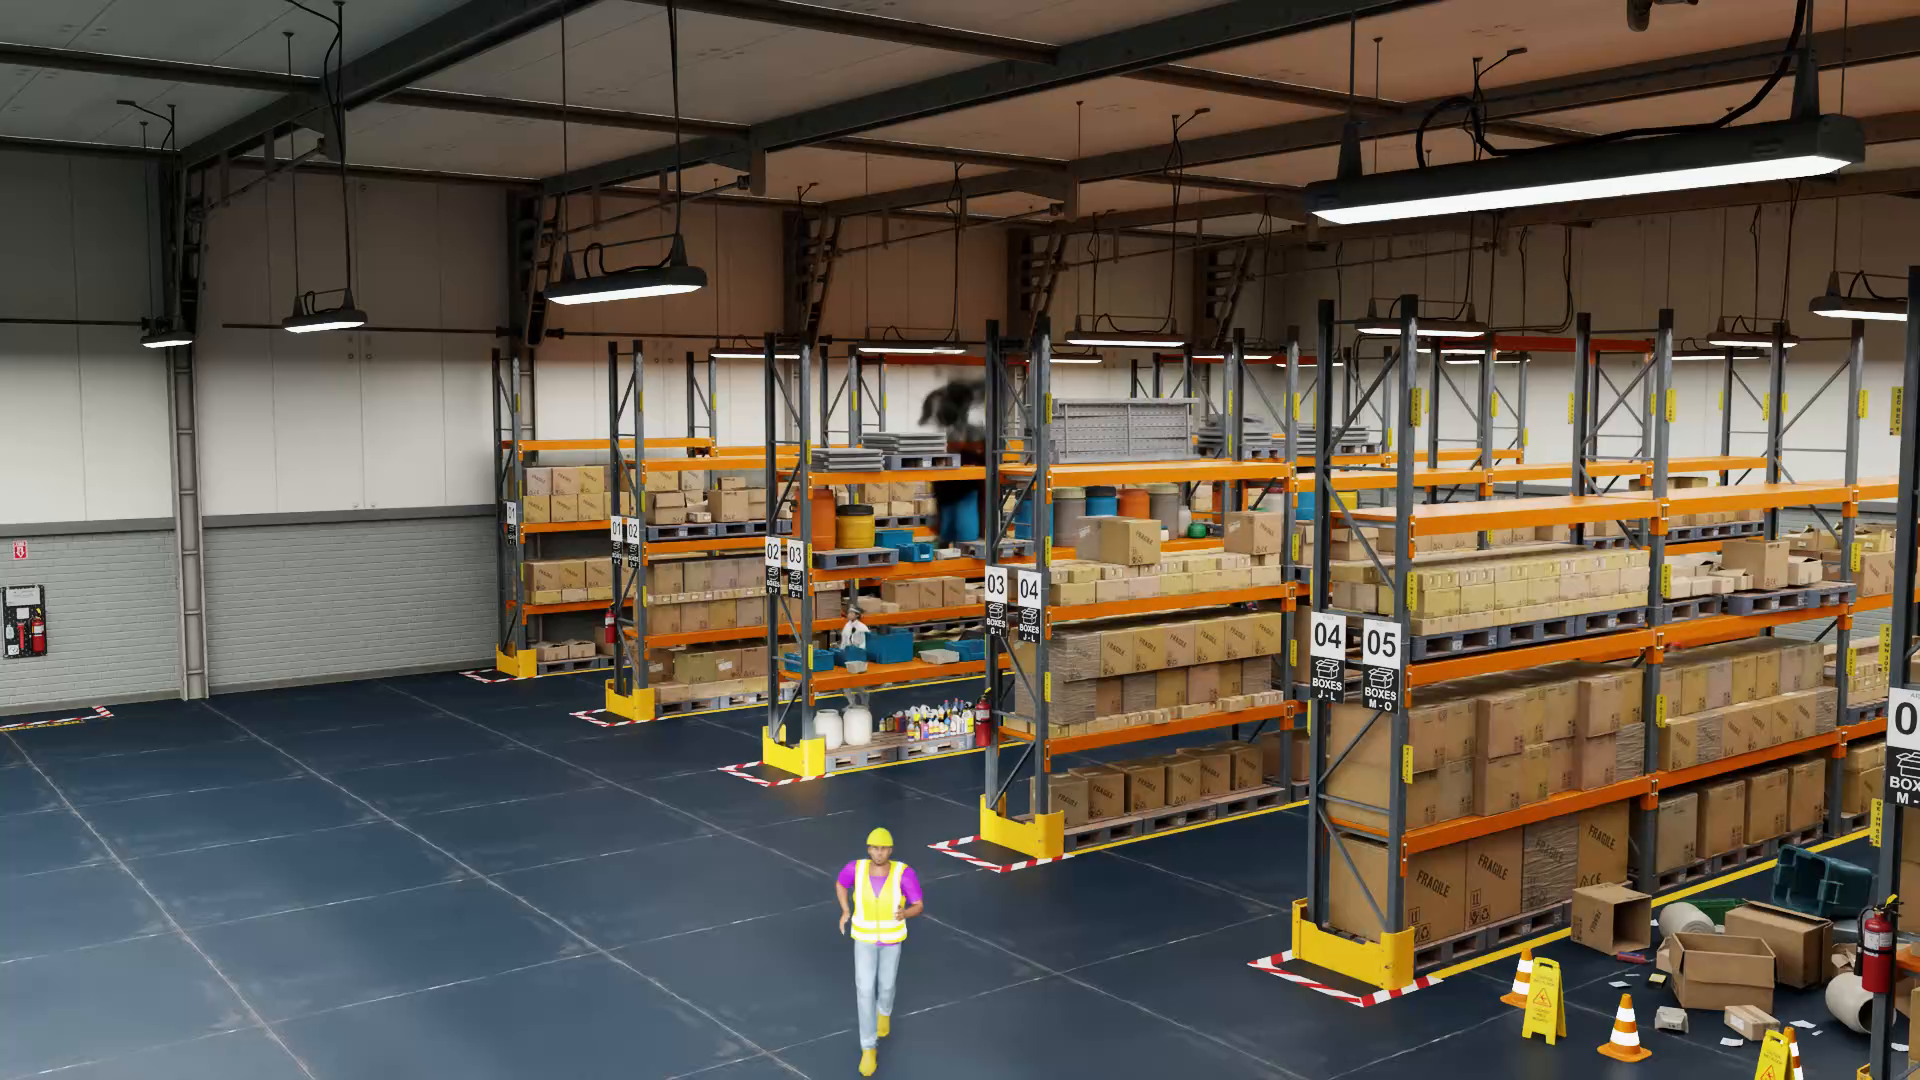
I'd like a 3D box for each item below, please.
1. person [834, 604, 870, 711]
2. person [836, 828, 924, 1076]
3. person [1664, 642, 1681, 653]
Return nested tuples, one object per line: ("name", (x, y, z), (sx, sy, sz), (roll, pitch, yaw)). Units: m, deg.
("person", (-1.660, 1.805, 25.565), (0.506, 1.654, 0.612), (-4, 7, -40))
("person", (-0.626, 3.137, 12.978), (0.679, 1.815, 0.864), (0, 5, -4))
("person", (9.938, 2.245, 23.165), (0.734, 1.761, 0.643), (-4, 6, -38))
